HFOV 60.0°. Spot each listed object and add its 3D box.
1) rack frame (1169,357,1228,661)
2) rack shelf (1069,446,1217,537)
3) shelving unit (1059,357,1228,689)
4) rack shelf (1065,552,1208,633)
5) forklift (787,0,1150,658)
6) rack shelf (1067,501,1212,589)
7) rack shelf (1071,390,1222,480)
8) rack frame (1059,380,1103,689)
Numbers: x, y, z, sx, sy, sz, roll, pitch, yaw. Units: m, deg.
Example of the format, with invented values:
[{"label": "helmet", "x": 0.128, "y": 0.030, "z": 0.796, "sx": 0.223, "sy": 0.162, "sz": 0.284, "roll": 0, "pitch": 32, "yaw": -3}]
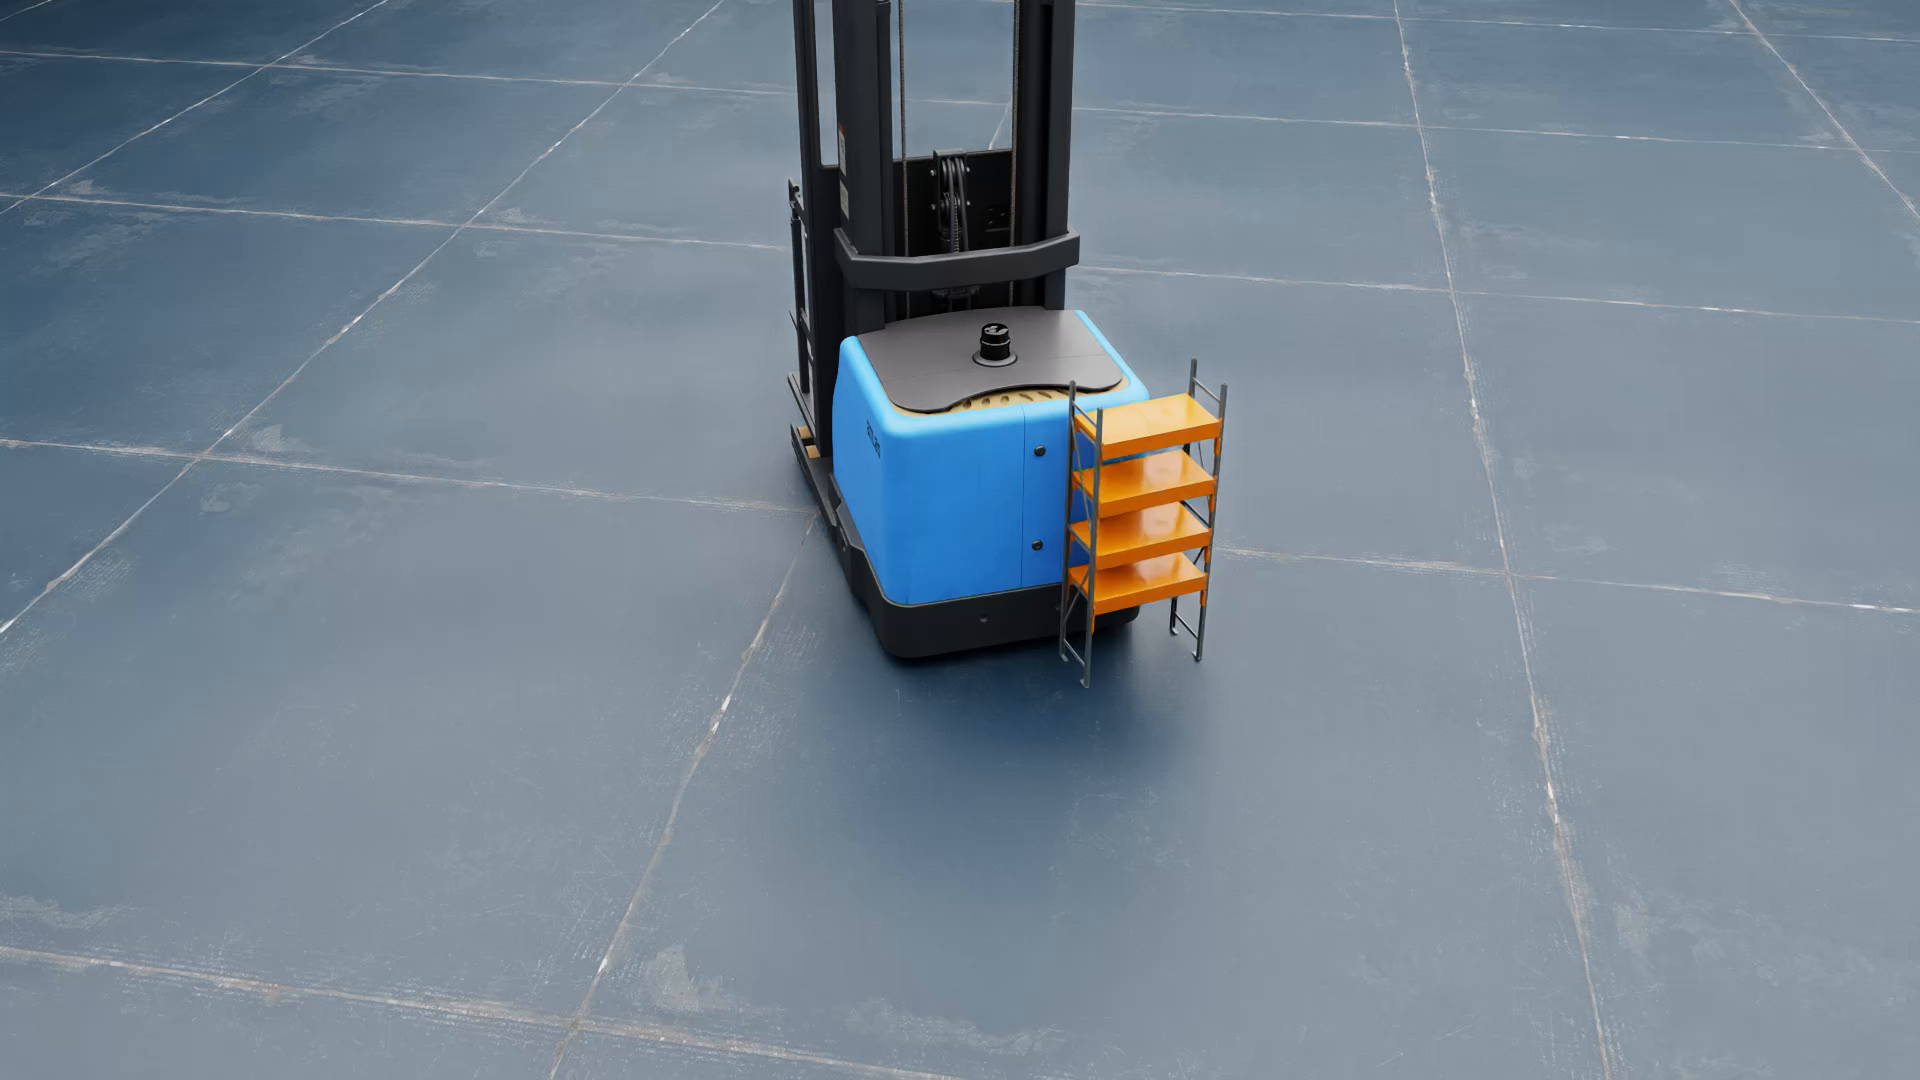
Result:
[{"label": "rack frame", "x": 0.893, "y": -0.098, "z": 6.275, "sx": 0.015, "sy": 1.200, "sz": 0.240, "roll": -12, "pitch": 34, "yaw": -19}, {"label": "rack shelf", "x": 0.667, "y": -0.181, "z": 6.114, "sx": 0.480, "sy": 0.148, "sz": 0.258, "roll": -12, "pitch": 34, "yaw": -19}, {"label": "shelving unit", "x": 0.667, "y": -0.049, "z": 6.197, "sx": 0.503, "sy": 1.200, "sz": 0.258, "roll": -12, "pitch": 34, "yaw": -19}, {"label": "rack shelf", "x": 0.667, "y": 0.176, "z": 6.338, "sx": 0.480, "sy": 0.148, "sz": 0.258, "roll": -12, "pitch": 34, "yaw": -19}, {"label": "forklift", "x": -0.167, "y": -1.562, "z": 6.983, "sx": 1.130, "sy": 2.935, "sz": 3.031, "roll": -8, "pitch": 33, "yaw": -13}, {"label": "rack shelf", "x": 0.667, "y": 0.008, "z": 6.233, "sx": 0.480, "sy": 0.148, "sz": 0.258, "roll": -12, "pitch": 34, "yaw": -19}, {"label": "rack shelf", "x": 0.667, "y": -0.382, "z": 5.989, "sx": 0.480, "sy": 0.148, "sz": 0.258, "roll": -12, "pitch": 34, "yaw": -19}, {"label": "rack frame", "x": 0.441, "y": 0.000, "z": 6.119, "sx": 0.015, "sy": 1.200, "sz": 0.240, "roll": -12, "pitch": 34, "yaw": -19}]
